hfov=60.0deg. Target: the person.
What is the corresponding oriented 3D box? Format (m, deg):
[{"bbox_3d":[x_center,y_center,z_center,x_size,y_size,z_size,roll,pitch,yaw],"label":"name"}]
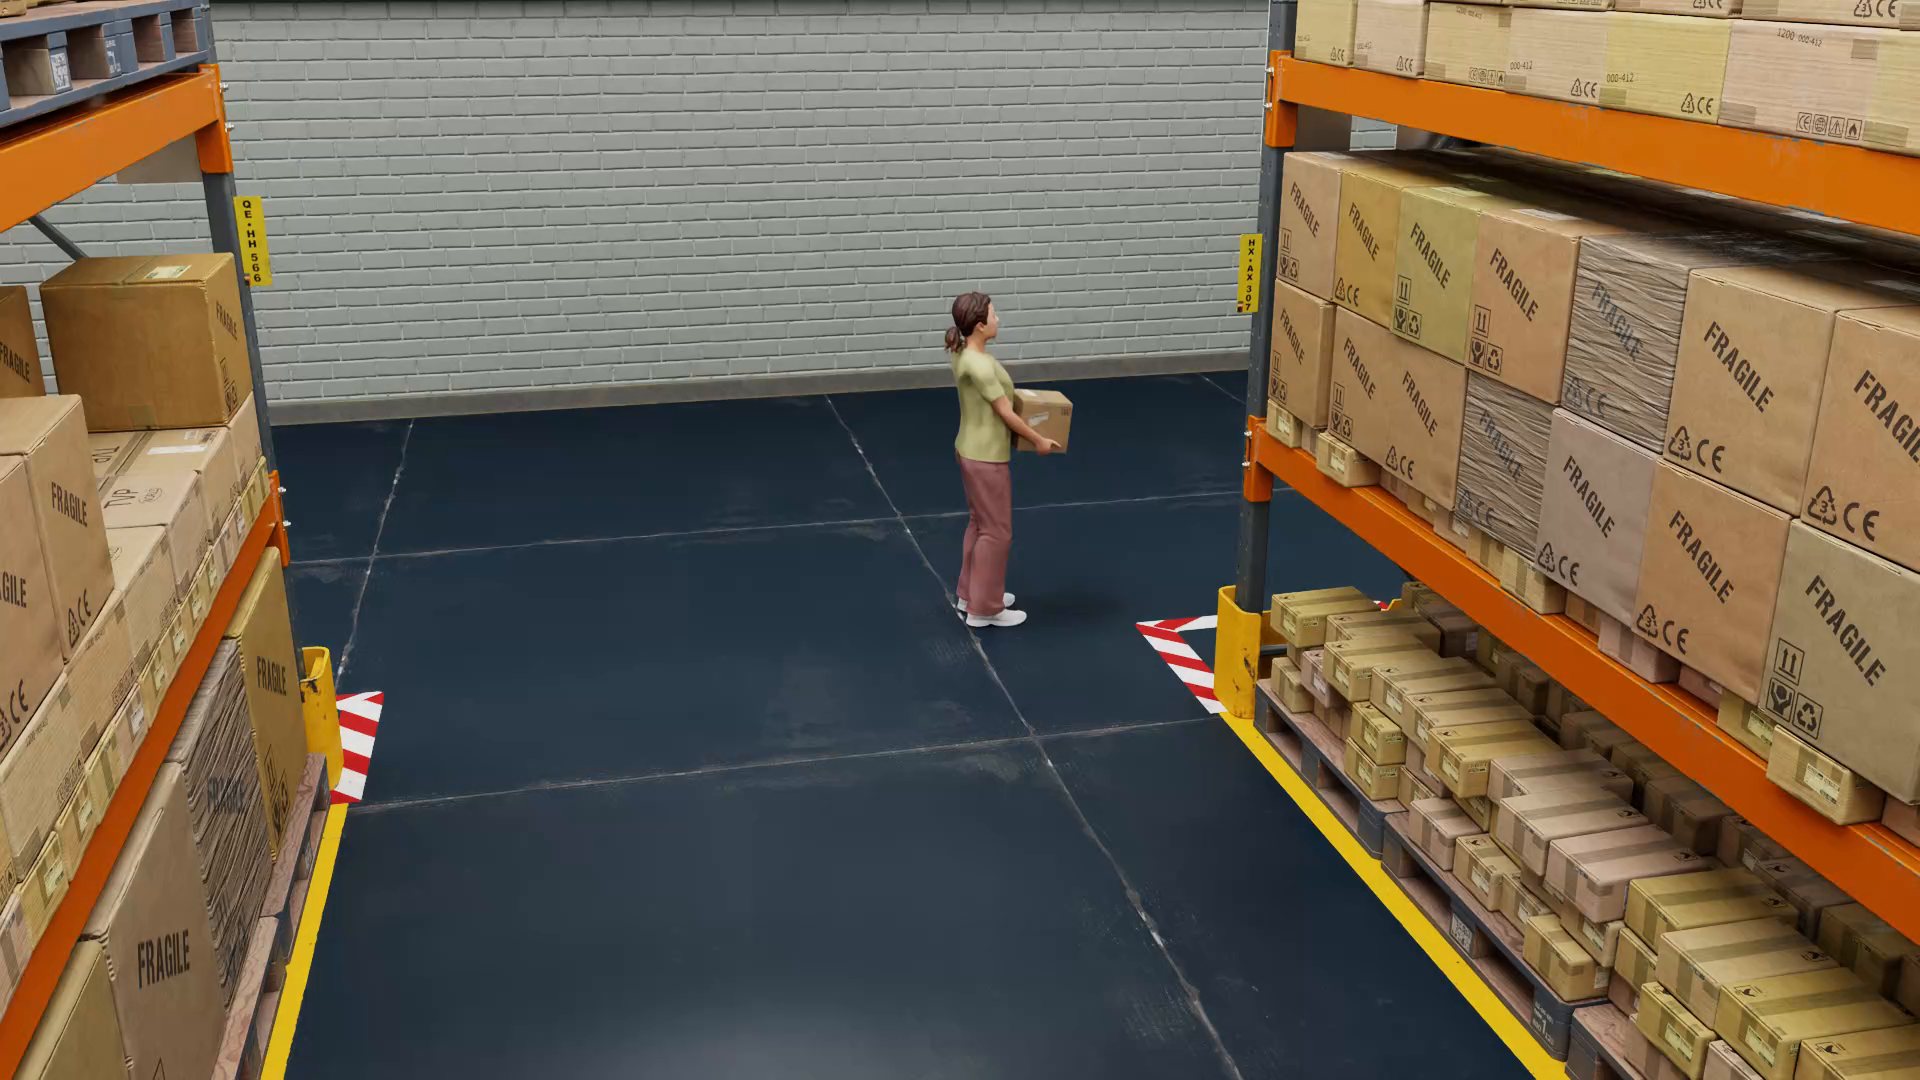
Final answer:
[{"bbox_3d":[0.192,-0.402,8.214,0.556,1.665,0.425,-4,20,-11],"label":"person"}]
